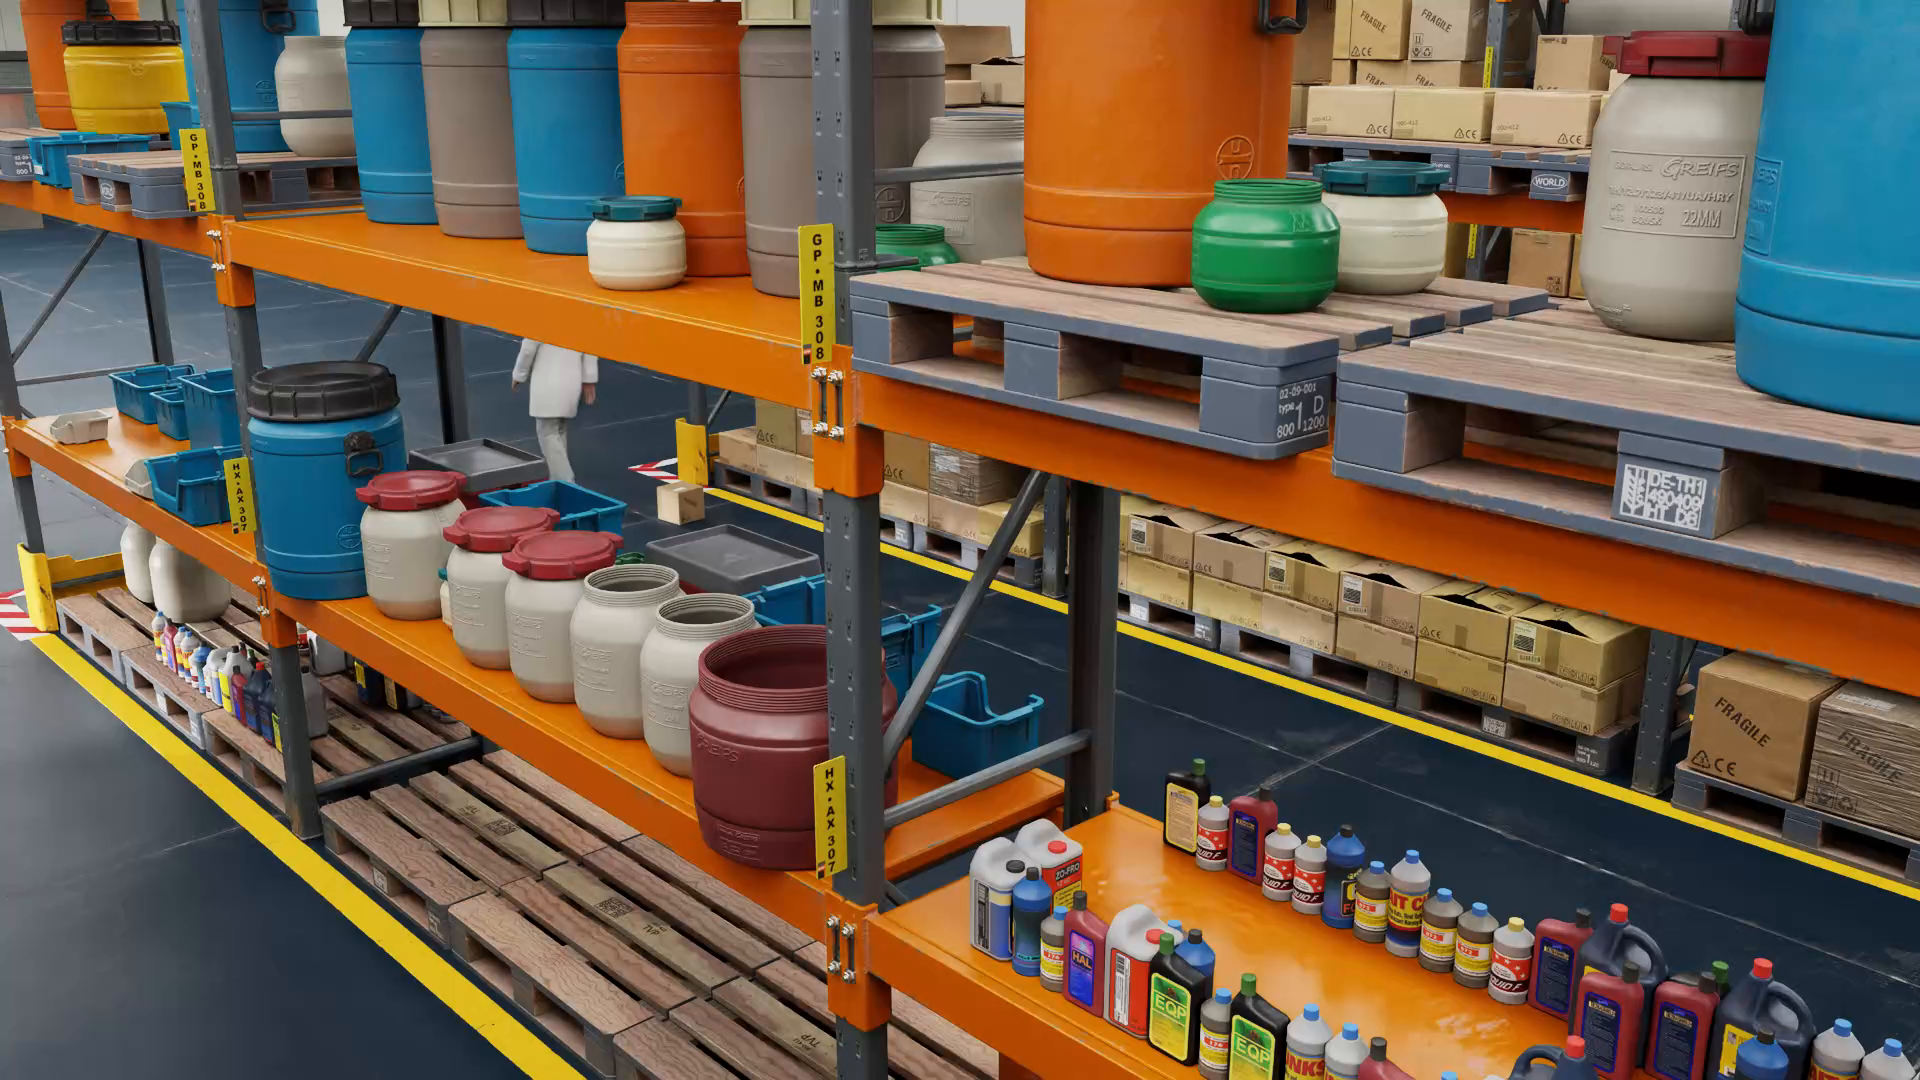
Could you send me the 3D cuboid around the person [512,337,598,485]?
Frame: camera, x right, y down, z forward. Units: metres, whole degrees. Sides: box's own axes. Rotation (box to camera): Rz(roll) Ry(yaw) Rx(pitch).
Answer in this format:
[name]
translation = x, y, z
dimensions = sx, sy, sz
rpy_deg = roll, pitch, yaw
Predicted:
[person]
translation = -3.187, -1.201, 12.972
dimensions = 0.648, 1.807, 0.597
rpy_deg = 14, 22, 38
